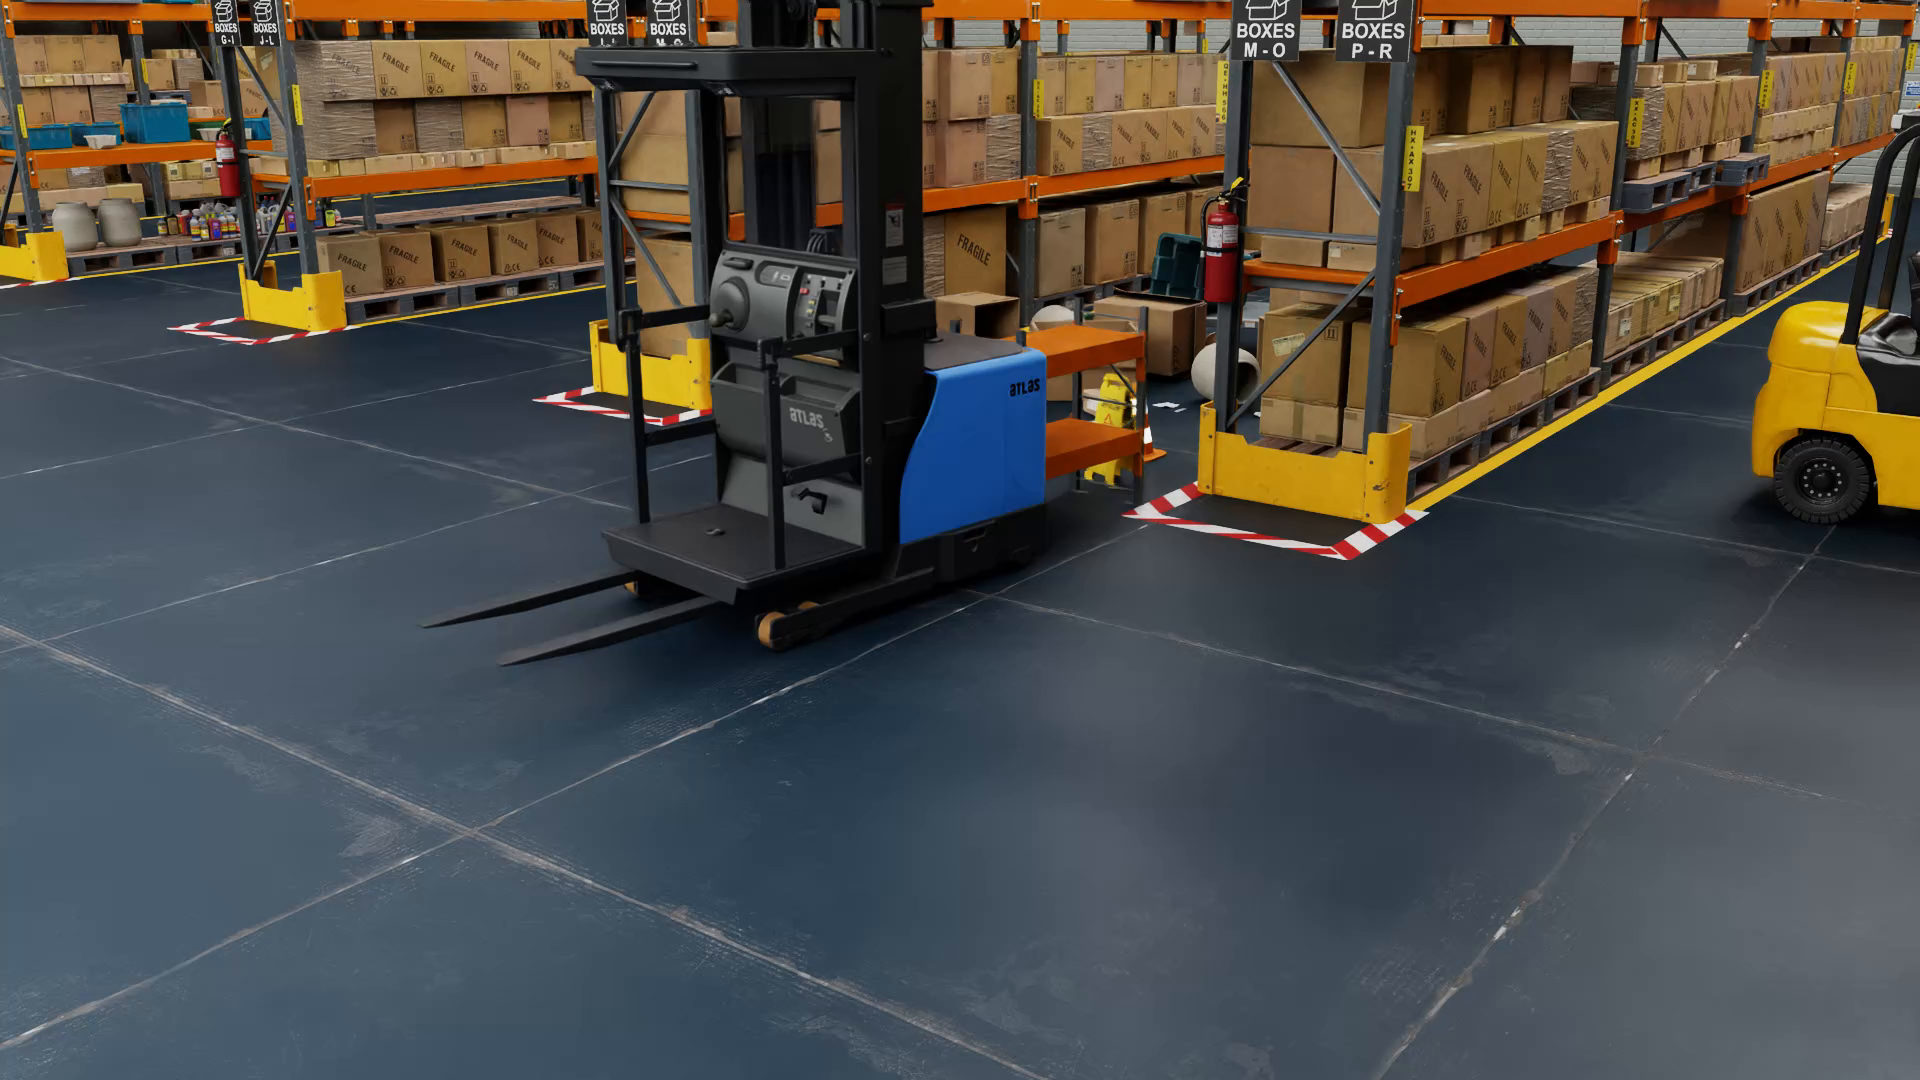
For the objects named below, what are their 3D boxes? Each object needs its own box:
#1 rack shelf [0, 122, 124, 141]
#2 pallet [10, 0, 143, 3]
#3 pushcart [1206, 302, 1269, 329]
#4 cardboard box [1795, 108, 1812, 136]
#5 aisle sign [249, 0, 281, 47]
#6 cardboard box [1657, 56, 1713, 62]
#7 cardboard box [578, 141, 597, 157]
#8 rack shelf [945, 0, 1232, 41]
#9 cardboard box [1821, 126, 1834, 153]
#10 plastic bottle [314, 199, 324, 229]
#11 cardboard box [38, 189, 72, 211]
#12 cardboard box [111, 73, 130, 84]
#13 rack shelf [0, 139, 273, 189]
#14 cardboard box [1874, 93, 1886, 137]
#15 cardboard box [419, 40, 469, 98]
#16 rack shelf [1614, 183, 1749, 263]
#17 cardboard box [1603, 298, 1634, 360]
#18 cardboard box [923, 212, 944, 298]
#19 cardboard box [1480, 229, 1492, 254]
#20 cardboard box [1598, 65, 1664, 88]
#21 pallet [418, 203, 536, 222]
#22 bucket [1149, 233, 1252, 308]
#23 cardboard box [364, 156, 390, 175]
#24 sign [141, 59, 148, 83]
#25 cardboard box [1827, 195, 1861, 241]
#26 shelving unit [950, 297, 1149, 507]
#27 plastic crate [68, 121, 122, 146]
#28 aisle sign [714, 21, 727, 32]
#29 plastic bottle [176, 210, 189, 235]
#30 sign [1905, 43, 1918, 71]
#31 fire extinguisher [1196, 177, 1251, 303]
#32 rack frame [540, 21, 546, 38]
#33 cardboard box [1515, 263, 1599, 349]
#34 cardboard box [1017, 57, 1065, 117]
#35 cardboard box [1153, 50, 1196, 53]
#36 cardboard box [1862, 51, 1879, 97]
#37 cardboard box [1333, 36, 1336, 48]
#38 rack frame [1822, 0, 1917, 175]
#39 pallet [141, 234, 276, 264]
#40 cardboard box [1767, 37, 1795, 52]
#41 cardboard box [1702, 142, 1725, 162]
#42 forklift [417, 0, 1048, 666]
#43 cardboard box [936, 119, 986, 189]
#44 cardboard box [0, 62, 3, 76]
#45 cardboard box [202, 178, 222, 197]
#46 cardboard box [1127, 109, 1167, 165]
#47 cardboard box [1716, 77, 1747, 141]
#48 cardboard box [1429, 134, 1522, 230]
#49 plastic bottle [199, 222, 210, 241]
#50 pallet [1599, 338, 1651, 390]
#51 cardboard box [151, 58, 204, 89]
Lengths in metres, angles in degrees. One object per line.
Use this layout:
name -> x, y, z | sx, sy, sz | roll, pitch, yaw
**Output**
rack shelf -> -12.840, -5.272, 21.876 | 1.077, 0.370, 4.000 | 12, 21, 35
pallet -> -9.485, -5.785, 17.576 | 1.003, 0.211, 1.213 | 12, 21, 35
pushcart -> 2.403, -1.728, 13.672 | 1.648, 0.377, 0.936 | 5, 18, 16
cardboard box -> 8.076, -4.144, 16.441 | 0.500, 0.250, 0.500 | 13, 21, 36
aisle sign -> -5.875, -4.562, 13.992 | 0.394, 0.787, 0.004 | 12, 21, 35
cardboard box -> 6.745, -4.237, 15.474 | 0.500, 0.500, 0.500 | 12, 21, 33
cardboard box -> -3.941, -4.011, 17.024 | 0.380, 0.149, 0.250 | 12, 21, 35
rack shelf -> 1.420, -5.005, 15.959 | 1.077, 0.370, 4.000 | 12, 21, 35
cardboard box -> 8.965, -4.272, 17.695 | 0.500, 0.250, 0.500 | 12, 21, 33
plastic bottle -> -7.825, -3.956, 20.151 | 0.144, 0.351, 0.185 | 12, 21, 33
cardboard box -> -12.342, -4.591, 22.399 | 0.500, 0.250, 0.500 | 12, 21, 35
cardboard box -> -11.639, -6.347, 22.862 | 0.380, 0.149, 0.250 | 12, 21, 35
rack shelf -> -8.865, -4.396, 19.054 | 1.077, 0.370, 4.000 | 12, 21, 35
cardboard box -> 10.729, -5.092, 19.916 | 0.500, 0.500, 0.500 | 13, 22, 36
cardboard box -> -4.932, -4.375, 15.419 | 0.500, 0.500, 0.500 | 12, 21, 35
rack shelf -> 5.455, -2.722, 13.665 | 1.077, 0.370, 4.000 | 12, 21, 35
cardboard box -> 4.574, -1.660, 12.755 | 0.950, 0.372, 0.625 | 13, 21, 35
cardboard box -> -0.737, -2.273, 13.880 | 0.875, 0.875, 0.875 | 13, 21, 35
cardboard box -> 2.926, -1.792, 9.881 | 0.380, 0.149, 0.250 | 13, 22, 36
cardboard box -> 4.828, -3.339, 11.966 | 0.380, 0.149, 0.250 | 12, 21, 34
pallet -> -6.510, -4.370, 22.459 | 1.003, 0.211, 1.213 | 12, 21, 35
bucket -> 1.998, -2.163, 13.607 | 0.620, 0.611, 0.726 | 0, 14, -35
cardboard box -> -5.392, -3.407, 15.080 | 0.380, 0.149, 0.250 | 12, 21, 35
sign -> -11.202, -6.445, 22.848 | 0.100, 0.325, 0.005 | 12, 21, 35
cardboard box -> 10.023, -3.816, 19.585 | 0.875, 0.438, 0.875 | 12, 21, 33
shelving unit -> 0.487, -0.667, 8.995 | 0.538, 1.125, 1.048 | 16, 23, 41
plastic crate -> -9.607, -4.518, 18.485 | 0.499, 0.251, 0.408 | 12, 21, 35
aisle sign -> -4.694, -10.260, 32.341 | 0.394, 0.787, 0.004 | 12, 21, 35
plastic bottle -> -9.142, -3.742, 19.588 | 0.152, 0.276, 0.135 | 13, 21, 35
sign -> 11.841, -6.014, 20.702 | 0.100, 0.325, 0.005 | 12, 21, 35
fire extinguisher -> 1.442, -1.654, 9.142 | 0.296, 0.674, 0.183 | 12, 21, 35
rack frame -> -8.479, -9.825, 35.323 | 1.000, 3.000, 0.127 | 12, 21, 35
cardboard box -> 4.127, -1.647, 11.652 | 0.500, 0.500, 0.500 | 12, 21, 34
cardboard box -> 0.519, -4.085, 14.984 | 0.700, 0.500, 0.500 | 12, 21, 34
cardboard box -> 3.376, -7.465, 26.211 | 0.500, 0.500, 0.500 | 13, 21, 35
cardboard box -> 10.129, -5.330, 18.995 | 0.500, 0.500, 0.500 | 13, 21, 36
cardboard box -> 5.058, -6.172, 21.206 | 0.500, 0.500, 0.500 | 12, 21, 33
rack frame -> 11.414, -5.447, 21.228 | 1.000, 3.000, 0.127 | 12, 21, 35
pallet -> -8.833, -3.440, 19.464 | 1.003, 0.211, 1.213 | 12, 21, 35
cardboard box -> 8.958, -5.459, 18.318 | 0.380, 0.149, 0.250 | 12, 21, 34
cardboard box -> 6.116, -3.232, 13.809 | 0.380, 0.149, 0.250 | 13, 21, 36
forklift -> -0.949, -1.092, 7.319 | 1.130, 2.935, 3.031 | 16, 24, 42
cardboard box -> -0.292, -3.287, 14.017 | 0.875, 0.550, 0.550 | 12, 21, 35
cardboard box -> -12.805, -6.294, 21.597 | 0.700, 0.500, 0.500 | 12, 21, 35
cardboard box -> -10.904, -5.153, 24.208 | 0.500, 0.250, 0.500 | 13, 22, 36
cardboard box -> 1.660, -3.925, 16.158 | 0.500, 0.500, 0.500 | 13, 21, 36
cardboard box -> 6.300, -3.650, 14.061 | 0.500, 0.500, 0.500 | 12, 21, 34
cardboard box -> 2.994, -2.136, 9.893 | 0.500, 0.500, 0.500 | 12, 21, 34
plastic bottle -> -8.664, -3.538, 19.056 | 0.097, 0.201, 0.097 | 0, 17, 0
pallet -> 4.726, -1.443, 13.036 | 1.003, 0.211, 1.213 | 12, 21, 35
cardboard box -> -13.518, -8.063, 28.741 | 0.700, 0.500, 0.500 | 10, 20, 28
